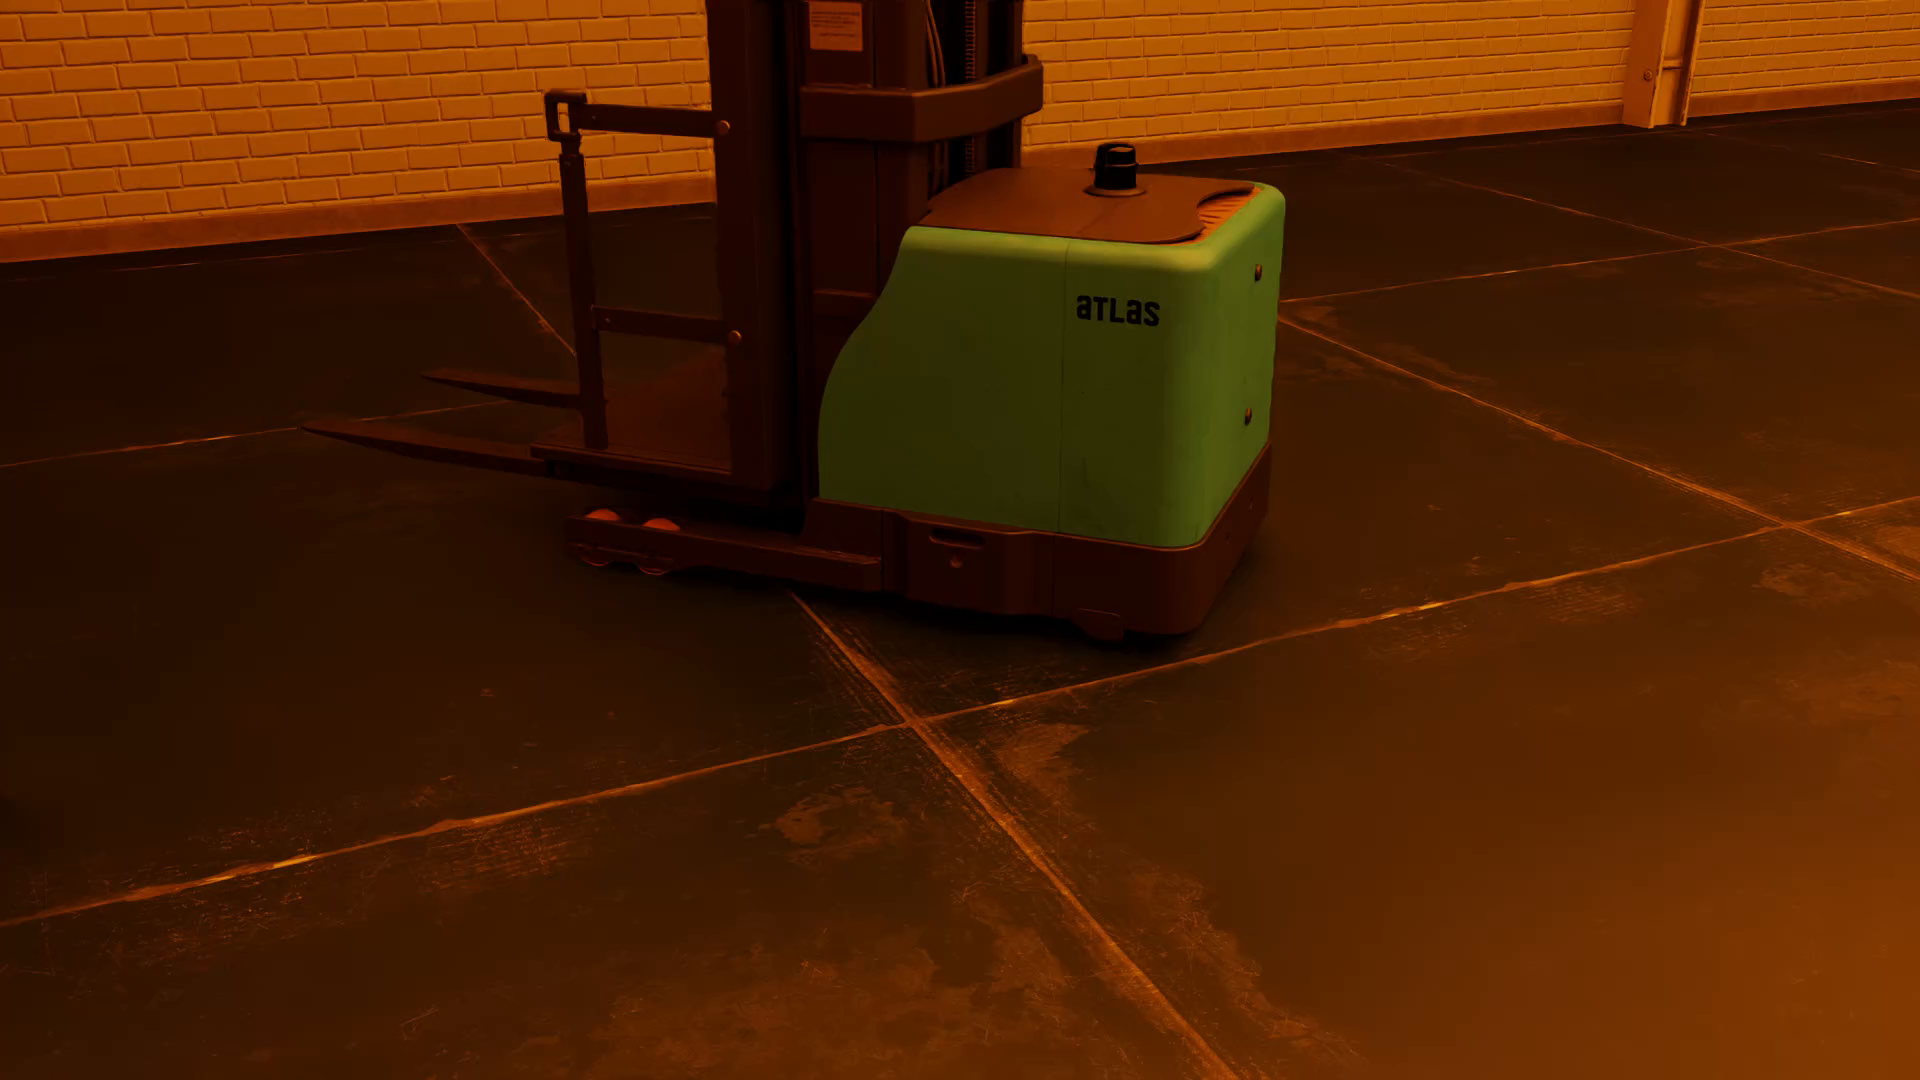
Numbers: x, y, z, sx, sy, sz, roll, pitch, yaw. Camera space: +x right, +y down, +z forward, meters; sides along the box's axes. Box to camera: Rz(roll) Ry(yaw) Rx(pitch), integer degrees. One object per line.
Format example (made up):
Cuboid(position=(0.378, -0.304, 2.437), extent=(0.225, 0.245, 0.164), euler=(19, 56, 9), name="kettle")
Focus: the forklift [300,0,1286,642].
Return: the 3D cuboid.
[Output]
Cuboid(position=(-0.623, -1.427, 4.721), extent=(3.031, 2.935, 1.130), euler=(9, 24, 20), name="forklift")
